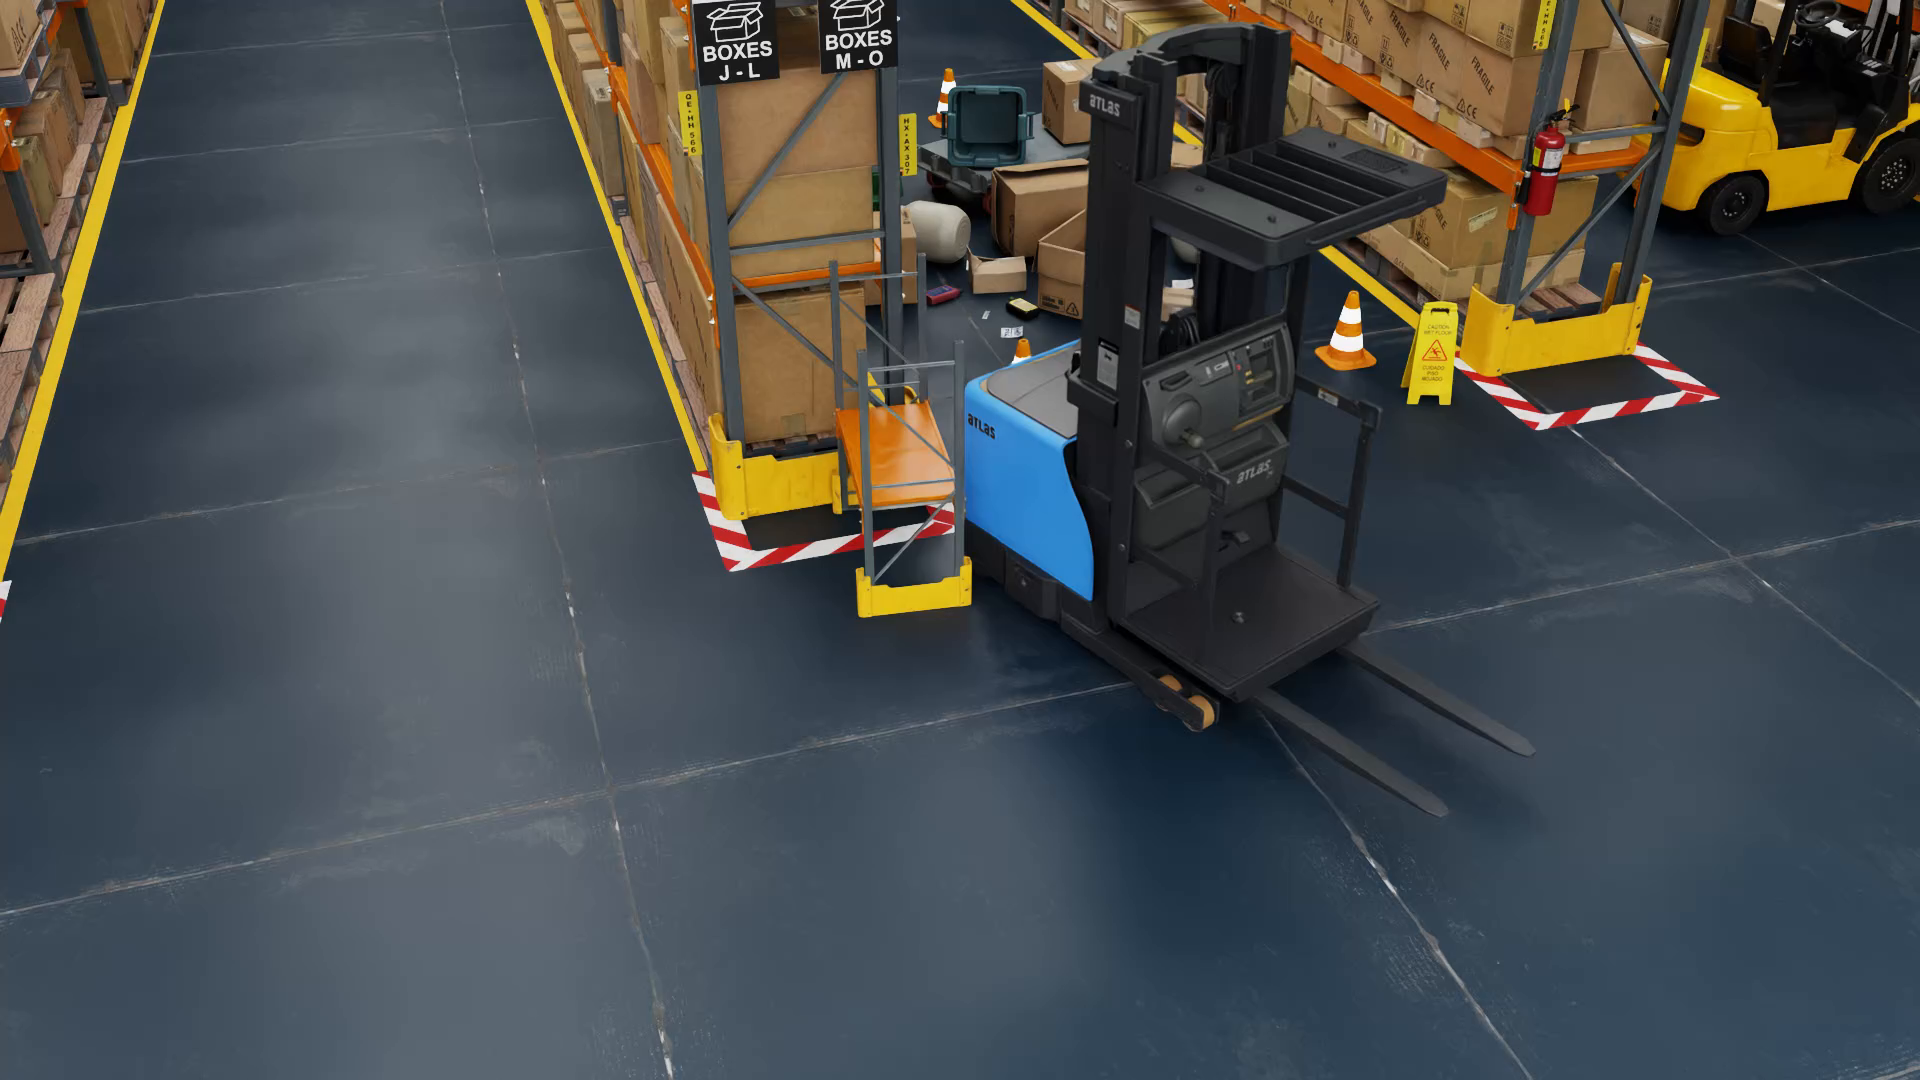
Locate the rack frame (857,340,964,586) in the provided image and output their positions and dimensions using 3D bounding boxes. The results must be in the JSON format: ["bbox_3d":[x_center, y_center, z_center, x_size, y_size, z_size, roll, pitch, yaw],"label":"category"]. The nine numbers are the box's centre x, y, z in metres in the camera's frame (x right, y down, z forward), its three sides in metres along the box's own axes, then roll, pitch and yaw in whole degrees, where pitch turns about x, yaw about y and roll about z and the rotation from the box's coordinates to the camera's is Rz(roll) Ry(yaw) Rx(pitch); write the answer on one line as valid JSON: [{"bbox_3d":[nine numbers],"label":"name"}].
[{"bbox_3d":[-0.229,-0.272,8.121,0.500,1.500,0.032,-6,34,-9],"label":"rack frame"}]

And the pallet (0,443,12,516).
[{"bbox_3d":[-5.795,-0.079,8.997,1.003,0.211,1.213,-10,35,-15],"label":"pallet"}]

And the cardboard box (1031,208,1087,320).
[{"bbox_3d":[0.934,-1.891,11.475,0.637,0.503,0.797,19,38,26],"label":"cardboard box"}]

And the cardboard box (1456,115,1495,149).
[{"bbox_3d":[3.380,-2.606,10.521,0.380,0.149,0.250,-10,35,-15],"label":"cardboard box"}]

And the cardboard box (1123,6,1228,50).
[{"bbox_3d":[2.062,-4.632,15.361,0.950,0.372,0.625,-9,34,-13],"label":"cardboard box"}]

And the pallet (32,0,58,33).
[{"bbox_3d":[-7.355,-3.858,12.360,1.003,0.211,1.213,-10,35,-15],"label":"pallet"}]

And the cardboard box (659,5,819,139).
[{"bbox_3d":[-1.135,-2.539,9.075,0.875,0.550,0.550,-10,35,-15],"label":"cardboard box"}]

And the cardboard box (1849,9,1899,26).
[{"bbox_3d":[7.890,-4.329,14.106,0.500,0.250,0.500,-11,35,-15],"label":"cardboard box"}]

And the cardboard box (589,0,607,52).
[{"bbox_3d":[-2.437,-3.922,12.193,0.500,0.500,0.500,-10,35,-15],"label":"cardboard box"}]

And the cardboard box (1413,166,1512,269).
[{"bbox_3d":[3.388,-2.154,11.041,0.500,0.500,0.500,-10,35,-14],"label":"cardboard box"}]

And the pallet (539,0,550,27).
[{"bbox_3d":[-3.848,-5.638,17.410,1.003,0.211,1.213,-10,35,-15],"label":"pallet"}]

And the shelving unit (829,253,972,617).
[{"bbox_3d":[-0.328,-0.552,8.545,0.587,1.500,1.083,-6,34,-9],"label":"shelving unit"}]

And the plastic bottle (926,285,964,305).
[{"bbox_3d":[-0.118,-1.719,11.616,0.283,0.061,0.133,-23,40,-31],"label":"plastic bottle"}]

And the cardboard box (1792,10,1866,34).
[{"bbox_3d":[7.381,-4.241,13.974,0.500,0.250,0.500,-10,35,-15],"label":"cardboard box"}]

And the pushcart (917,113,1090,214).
[{"bbox_3d":[0.504,-3.033,13.317,1.648,0.377,0.936,-23,40,-31],"label":"pushcart"}]

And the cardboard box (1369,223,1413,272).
[{"bbox_3d":[3.227,-2.117,11.665,0.500,0.250,0.500,-10,35,-15],"label":"cardboard box"}]

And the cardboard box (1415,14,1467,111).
[{"bbox_3d":[3.304,-3.104,10.686,0.500,0.500,0.500,-10,35,-15],"label":"cardboard box"}]

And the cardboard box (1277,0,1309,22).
[{"bbox_3d":[2.704,-4.165,12.291,0.500,0.500,0.500,-10,35,-15],"label":"cardboard box"}]

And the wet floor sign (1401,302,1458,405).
[{"bbox_3d":[2.919,-1.174,10.261,0.267,0.644,0.232,1,33,2],"label":"wet floor sign"}]

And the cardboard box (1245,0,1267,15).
[{"bbox_3d":[2.451,-4.212,12.951,0.380,0.149,0.250,-10,35,-15],"label":"cardboard box"}]

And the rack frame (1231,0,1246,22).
[{"bbox_3d":[2.660,-4.536,13.214,1.000,3.000,0.127,-10,35,-15],"label":"rack frame"}]

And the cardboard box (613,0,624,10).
[{"bbox_3d":[-1.943,-3.965,11.233,0.875,0.550,0.550,-10,35,-15],"label":"cardboard box"}]

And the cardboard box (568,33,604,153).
[{"bbox_3d":[-2.589,-3.705,13.616,1.050,0.750,0.750,-10,35,-15],"label":"cardboard box"}]

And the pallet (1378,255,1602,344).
[{"bbox_3d":[3.643,-1.745,11.519,1.003,0.211,1.213,-10,35,-15],"label":"pallet"}]

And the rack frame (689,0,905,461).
[{"bbox_3d":[-0.803,-1.551,8.696,1.000,3.000,0.127,-10,35,-15],"label":"rack frame"}]

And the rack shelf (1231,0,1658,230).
[{"bbox_3d":[3.270,-3.186,11.823,1.077,0.370,4.000,-10,35,-15],"label":"rack shelf"}]

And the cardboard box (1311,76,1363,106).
[{"bbox_3d":[2.808,-3.307,12.197,0.380,0.149,0.250,-8,34,-12],"label":"cardboard box"}]

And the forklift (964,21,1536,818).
[{"bbox_3d":[1.311,-0.647,7.390,1.130,2.935,3.031,-24,40,-32],"label":"forklift"}]

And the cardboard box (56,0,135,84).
[{"bbox_3d":[-8.188,-4.625,14.894,1.225,0.875,0.875,-12,35,-17],"label":"cardboard box"}]

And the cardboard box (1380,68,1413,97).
[{"bbox_3d":[3.106,-3.152,11.346,0.380,0.149,0.250,-10,35,-15],"label":"cardboard box"}]

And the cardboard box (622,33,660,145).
[{"bbox_3d":[-1.657,-2.934,10.652,0.875,0.550,0.550,-10,35,-15],"label":"cardboard box"}]

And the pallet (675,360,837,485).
[{"bbox_3d":[-1.121,-0.794,10.080,1.003,0.211,1.213,-10,35,-15],"label":"pallet"}]

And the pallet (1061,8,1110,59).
[{"bbox_3d":[1.677,-5.063,16.539,1.003,0.211,1.213,-10,35,-15],"label":"pallet"}]

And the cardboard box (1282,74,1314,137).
[{"bbox_3d":[2.758,-3.243,12.689,0.500,0.500,0.500,-9,34,-13],"label":"cardboard box"}]

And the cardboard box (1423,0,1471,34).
[{"bbox_3d":[3.370,-3.518,10.405,0.700,0.500,0.500,-10,35,-14],"label":"cardboard box"}]

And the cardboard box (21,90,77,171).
[{"bbox_3d":[-7.413,-3.177,13.024,0.700,0.500,0.500,-7,34,-11],"label":"cardboard box"}]

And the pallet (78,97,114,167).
[{"bbox_3d":[-7.760,-3.396,14.017,1.003,0.211,1.213,-10,35,-15],"label":"pallet"}]

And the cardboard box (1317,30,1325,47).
[{"bbox_3d":[2.841,-3.684,12.151,0.380,0.149,0.250,-10,35,-15],"label":"cardboard box"}]

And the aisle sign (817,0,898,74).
[{"bbox_3d":[-0.495,-2.649,7.999,0.394,0.787,0.004,-10,35,-15],"label":"aisle sign"}]

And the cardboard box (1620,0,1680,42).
[{"bbox_3d":[6.987,-5.238,16.049,0.875,0.625,0.625,-10,35,-15],"label":"cardboard box"}]

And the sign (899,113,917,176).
[{"bbox_3d":[-0.272,-2.035,8.572,0.100,0.325,0.005,-10,35,-15],"label":"sign"}]

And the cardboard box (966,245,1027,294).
[{"bbox_3d":[0.255,-1.918,11.731,0.396,0.266,0.258,-4,34,-6],"label":"cardboard box"}]

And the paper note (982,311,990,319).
[{"bbox_3d":[0.178,-1.543,11.395,0.032,0.001,0.123,7,34,10],"label":"paper note"}]

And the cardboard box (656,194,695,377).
[{"bbox_3d":[-1.343,-1.646,10.386,0.875,0.875,0.875,-11,35,-15],"label":"cardboard box"}]

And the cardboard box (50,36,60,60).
[{"bbox_3d":[-7.765,-4.077,13.706,0.500,0.250,0.500,-9,34,-13],"label":"cardboard box"}]

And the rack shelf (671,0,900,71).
[{"bbox_3d":[-1.413,-3.552,9.656,1.077,0.370,4.000,-10,35,-15],"label":"rack shelf"}]
